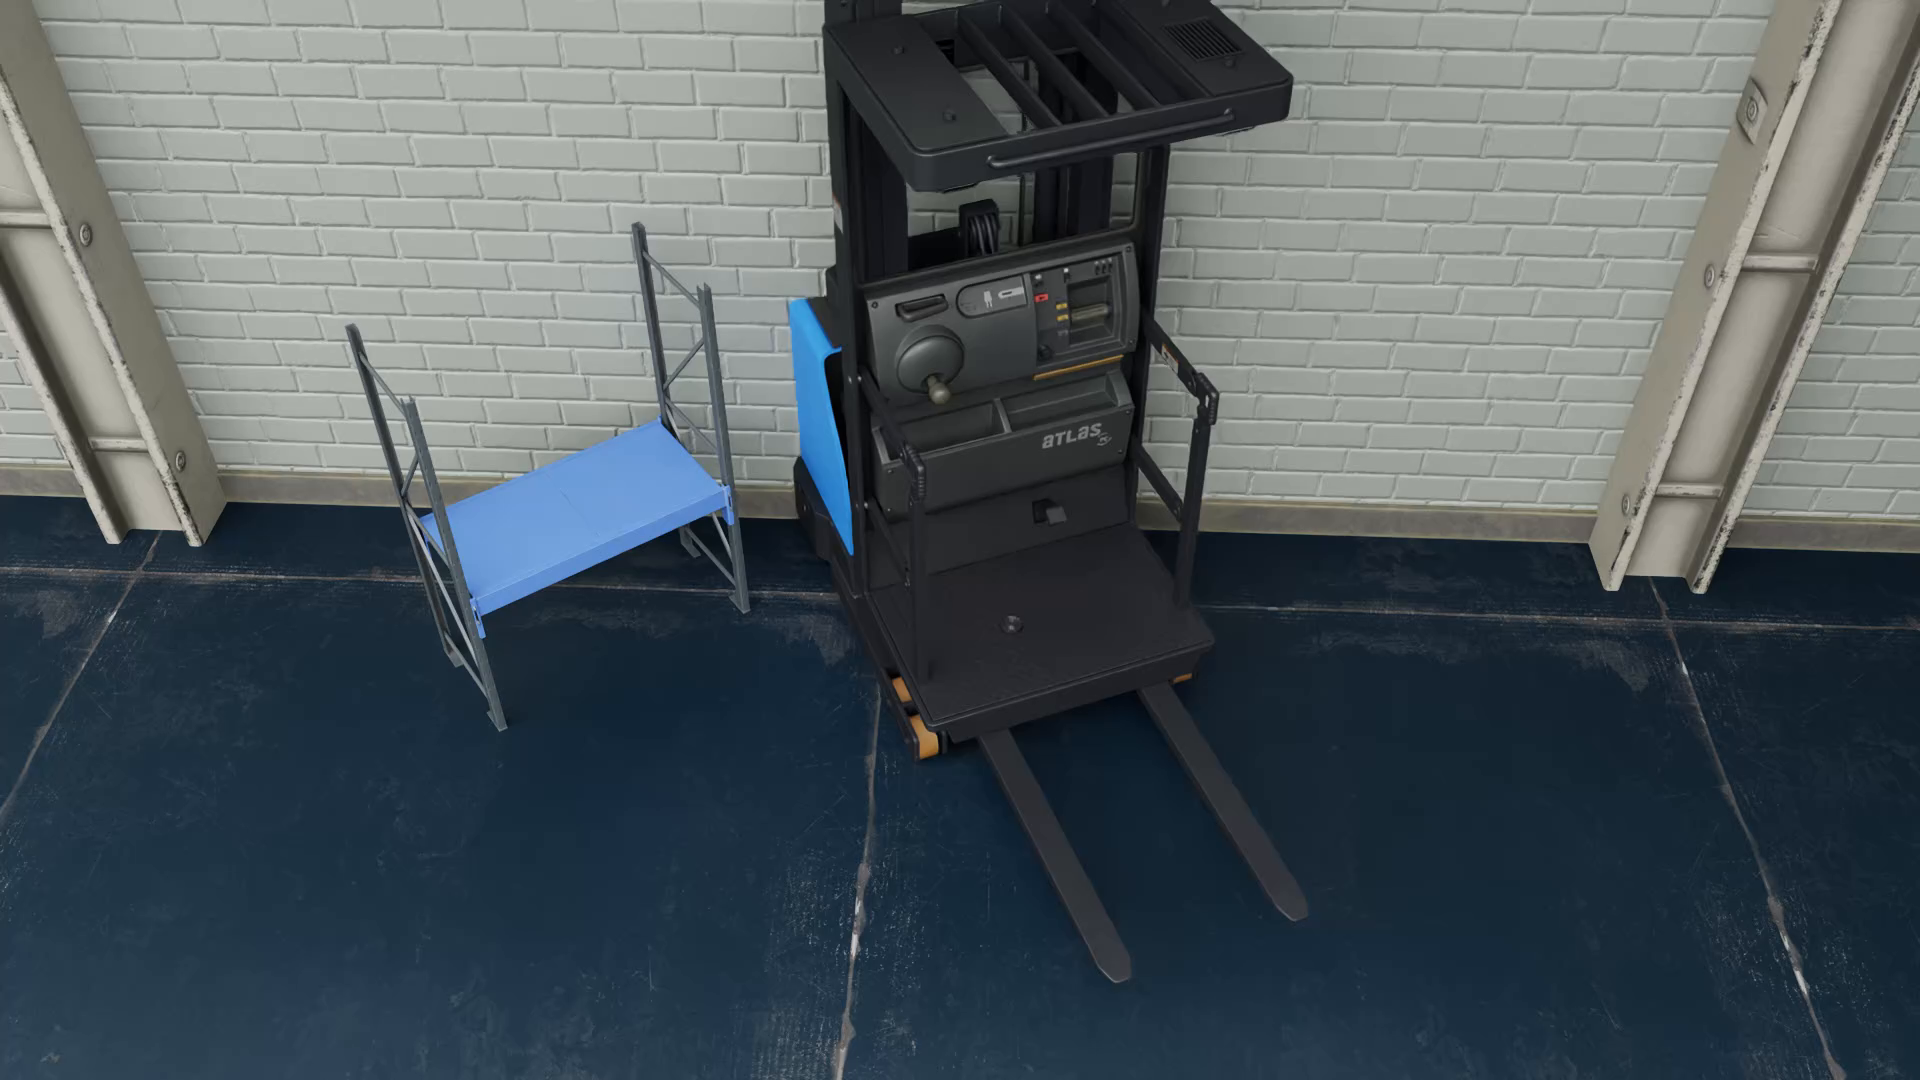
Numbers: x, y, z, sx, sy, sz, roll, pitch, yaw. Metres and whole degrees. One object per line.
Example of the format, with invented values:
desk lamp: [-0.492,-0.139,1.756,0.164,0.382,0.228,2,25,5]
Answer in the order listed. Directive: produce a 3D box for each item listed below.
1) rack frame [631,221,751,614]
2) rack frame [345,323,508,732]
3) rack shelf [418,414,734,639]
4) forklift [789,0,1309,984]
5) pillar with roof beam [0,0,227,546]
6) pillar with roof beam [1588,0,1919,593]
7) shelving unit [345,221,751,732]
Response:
rack frame: [-0.972,-0.405,6.084,0.032,1.500,0.500,-26,49,-25]
rack frame: [-1.795,0.002,5.648,0.032,1.500,0.500,-26,49,-25]
rack shelf: [-1.384,-0.070,5.989,1.000,0.185,0.538,-26,49,-25]
forklift: [0.230,-0.622,5.267,1.130,2.935,3.031,-15,45,-15]
pillar with roof beam: [-3.448,-0.447,0.628,0.400,9.000,9.100,2,43,2]
pillar with roof beam: [2.546,-0.263,0.430,0.400,9.000,9.100,2,43,2]
shelving unit: [-1.384,-0.202,5.866,1.048,1.500,0.538,-26,49,-25]
